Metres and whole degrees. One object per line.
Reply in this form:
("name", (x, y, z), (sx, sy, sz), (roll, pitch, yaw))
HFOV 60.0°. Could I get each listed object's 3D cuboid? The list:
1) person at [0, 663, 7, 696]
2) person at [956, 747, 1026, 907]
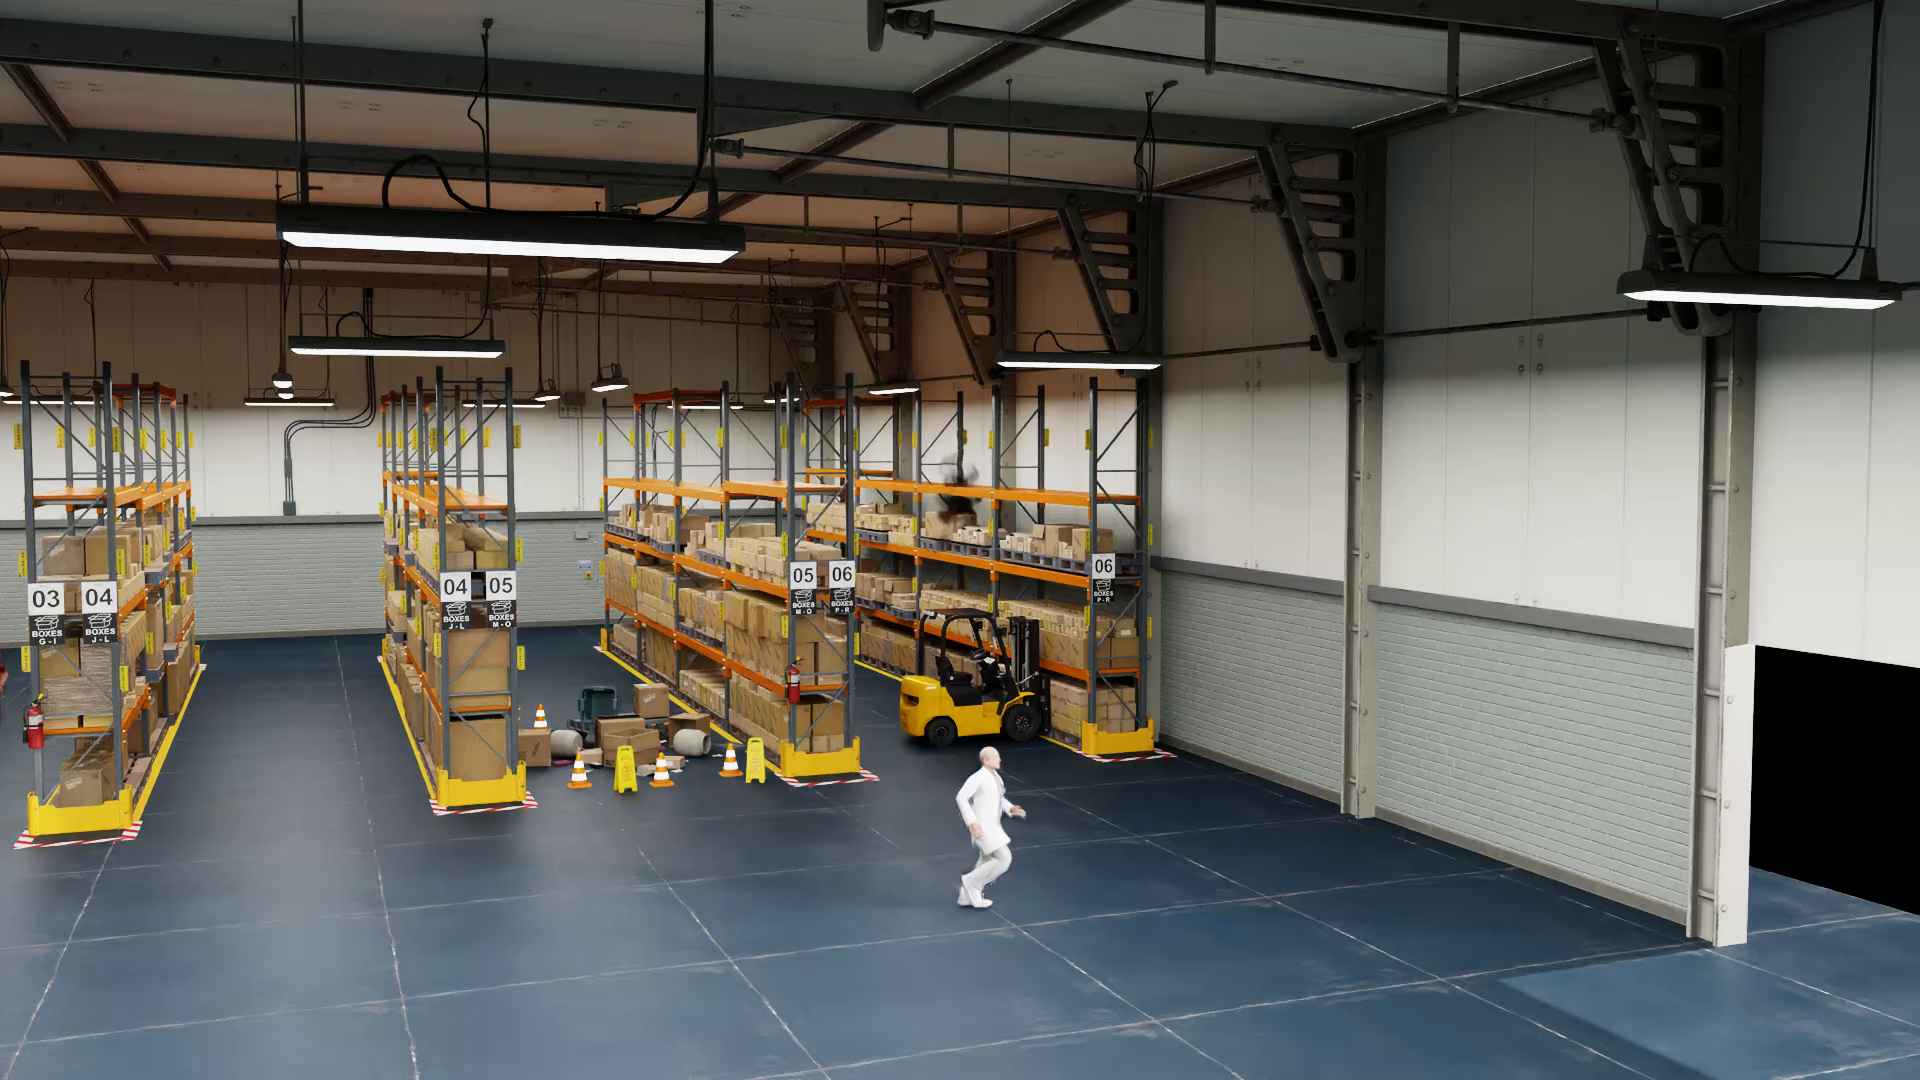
("person", (-15.401, 2.541, 26.248), (0.659, 1.737, 0.967), (-2, 4, -33))
("person", (0.323, 3.062, 17.678), (0.742, 1.733, 0.687), (1, 4, 18))
